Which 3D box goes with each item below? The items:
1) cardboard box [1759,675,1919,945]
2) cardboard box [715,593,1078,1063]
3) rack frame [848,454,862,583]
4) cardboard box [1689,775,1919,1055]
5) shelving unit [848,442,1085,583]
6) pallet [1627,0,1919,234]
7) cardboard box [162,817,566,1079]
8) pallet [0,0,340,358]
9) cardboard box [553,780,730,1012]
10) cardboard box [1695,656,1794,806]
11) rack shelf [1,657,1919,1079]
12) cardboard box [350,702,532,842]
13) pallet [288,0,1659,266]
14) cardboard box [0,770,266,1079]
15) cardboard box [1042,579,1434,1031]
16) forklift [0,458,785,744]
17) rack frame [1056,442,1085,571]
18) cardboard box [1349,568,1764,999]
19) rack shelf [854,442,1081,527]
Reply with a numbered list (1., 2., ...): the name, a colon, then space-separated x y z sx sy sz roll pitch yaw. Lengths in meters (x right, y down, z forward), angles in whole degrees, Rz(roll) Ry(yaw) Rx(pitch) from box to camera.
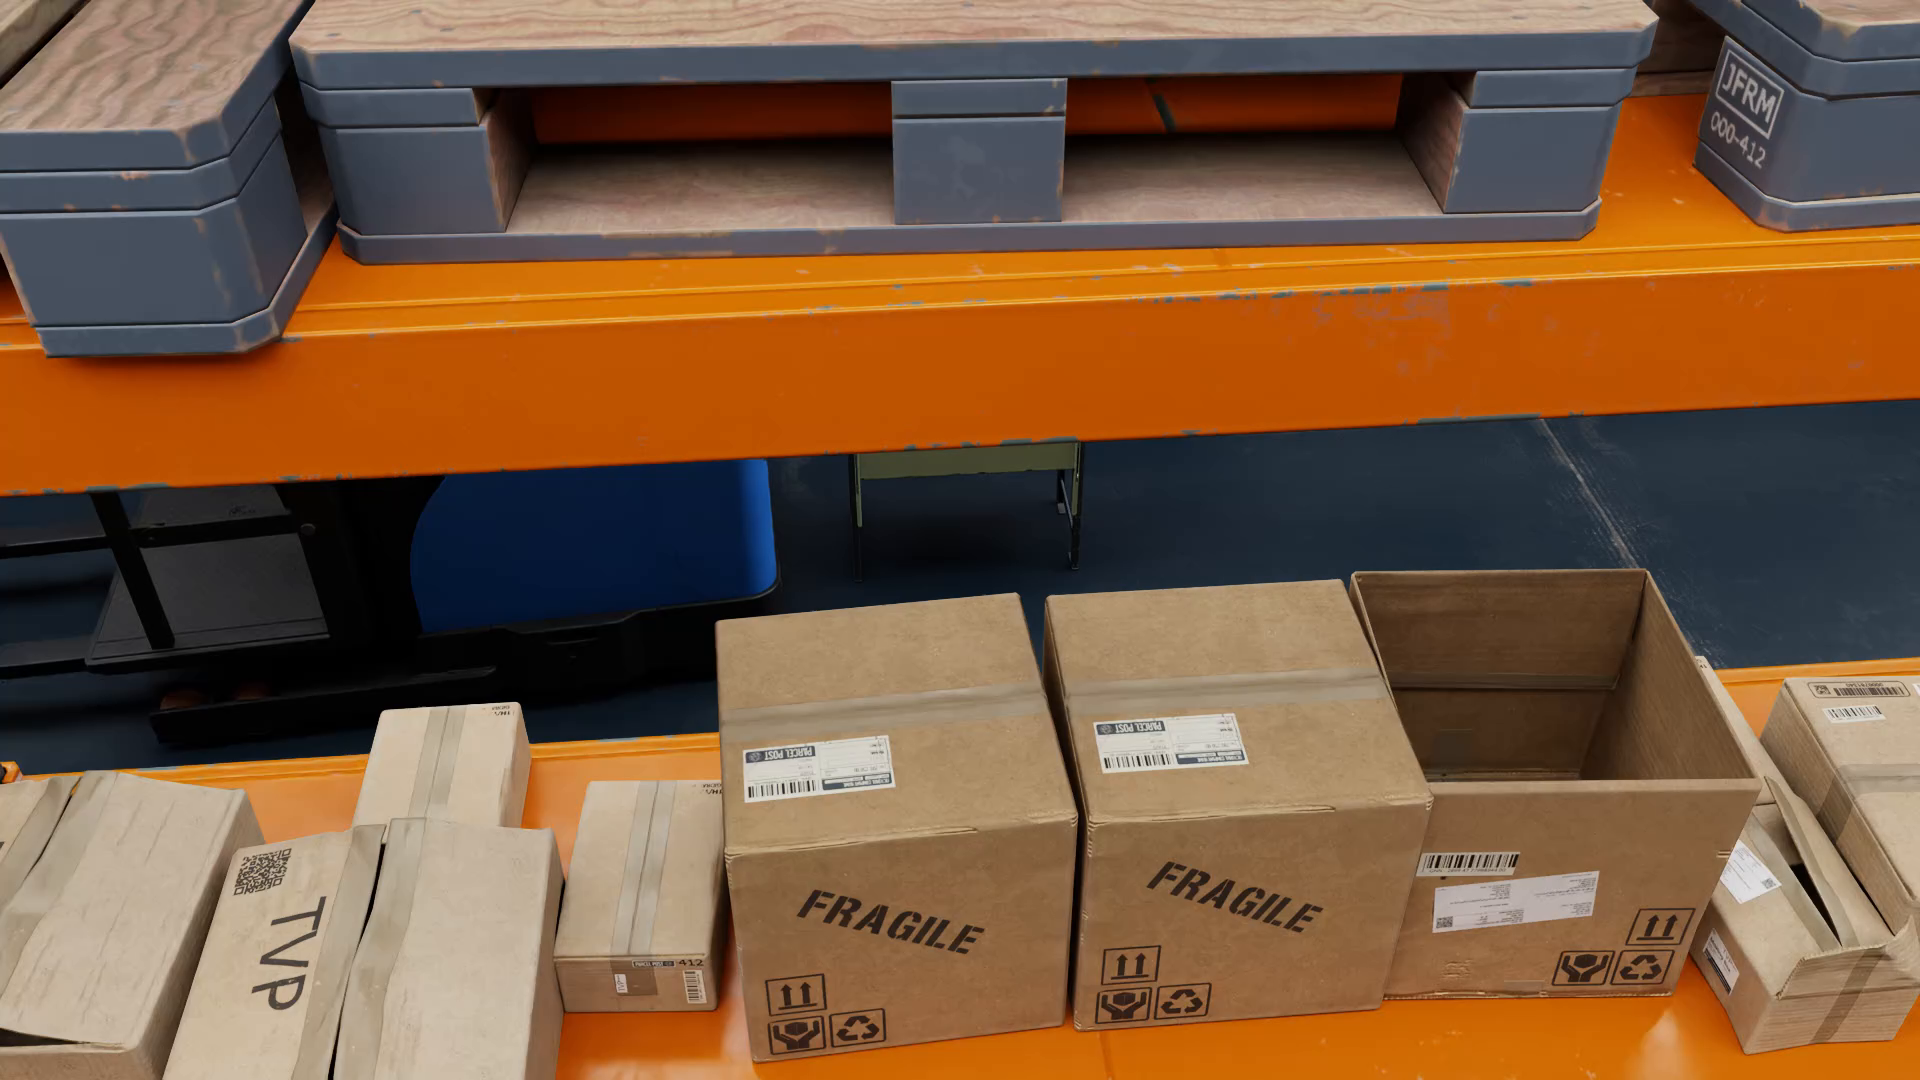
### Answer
1. cardboard box: 1.714 0.488 2.831 0.500 0.250 0.500 -1 38 -1
2. cardboard box: -0.114 0.453 2.673 0.500 0.500 0.500 -5 39 -6
3. rack frame: -0.358 -0.569 5.260 0.023 1.500 0.400 -3 38 -4
4. cardboard box: 1.341 0.590 2.690 0.258 0.266 0.396 -4 38 -5
5. shelving unit: 0.007 -0.589 5.286 0.755 1.500 0.431 -3 38 -4
6. pallet: 1.323 -0.671 1.911 1.217 0.209 0.805 -5 39 -6
7. cardboard box: -0.876 0.700 2.513 0.500 0.311 0.500 -4 38 -5
8. pallet: -1.116 -0.601 1.821 1.003 0.211 1.213 -1 38 -2
9. cardboard box: -0.519 0.589 2.785 0.250 0.149 0.380 0 38 -1
10. cardboard box: 1.300 0.396 3.029 0.250 0.149 0.380 -3 38 -4
11. rack shelf: 0.208 0.767 2.937 4.000 0.370 1.077 -3 38 -4
12. cardboard box: -0.913 0.473 2.931 0.250 0.149 0.380 -3 38 -4
13. pallet: -0.002 -0.664 1.901 1.213 0.211 1.003 -1 38 -2
14. cardboard box: -1.418 0.637 2.593 0.500 0.311 0.500 -1 38 -1
15. cardboard box: 0.410 0.424 2.710 0.500 0.500 0.500 -3 38 -4
16. forklift: -2.116 -0.896 4.519 3.031 2.935 1.130 -6 39 -8
17. rack frame: 0.371 -0.609 5.311 0.023 1.500 0.400 -3 38 -4
18. cardboard box: 0.909 0.397 2.745 0.500 0.500 0.500 -1 38 -1
19. rack shelf: 0.007 -0.333 5.488 0.720 0.370 0.431 -3 38 -4
